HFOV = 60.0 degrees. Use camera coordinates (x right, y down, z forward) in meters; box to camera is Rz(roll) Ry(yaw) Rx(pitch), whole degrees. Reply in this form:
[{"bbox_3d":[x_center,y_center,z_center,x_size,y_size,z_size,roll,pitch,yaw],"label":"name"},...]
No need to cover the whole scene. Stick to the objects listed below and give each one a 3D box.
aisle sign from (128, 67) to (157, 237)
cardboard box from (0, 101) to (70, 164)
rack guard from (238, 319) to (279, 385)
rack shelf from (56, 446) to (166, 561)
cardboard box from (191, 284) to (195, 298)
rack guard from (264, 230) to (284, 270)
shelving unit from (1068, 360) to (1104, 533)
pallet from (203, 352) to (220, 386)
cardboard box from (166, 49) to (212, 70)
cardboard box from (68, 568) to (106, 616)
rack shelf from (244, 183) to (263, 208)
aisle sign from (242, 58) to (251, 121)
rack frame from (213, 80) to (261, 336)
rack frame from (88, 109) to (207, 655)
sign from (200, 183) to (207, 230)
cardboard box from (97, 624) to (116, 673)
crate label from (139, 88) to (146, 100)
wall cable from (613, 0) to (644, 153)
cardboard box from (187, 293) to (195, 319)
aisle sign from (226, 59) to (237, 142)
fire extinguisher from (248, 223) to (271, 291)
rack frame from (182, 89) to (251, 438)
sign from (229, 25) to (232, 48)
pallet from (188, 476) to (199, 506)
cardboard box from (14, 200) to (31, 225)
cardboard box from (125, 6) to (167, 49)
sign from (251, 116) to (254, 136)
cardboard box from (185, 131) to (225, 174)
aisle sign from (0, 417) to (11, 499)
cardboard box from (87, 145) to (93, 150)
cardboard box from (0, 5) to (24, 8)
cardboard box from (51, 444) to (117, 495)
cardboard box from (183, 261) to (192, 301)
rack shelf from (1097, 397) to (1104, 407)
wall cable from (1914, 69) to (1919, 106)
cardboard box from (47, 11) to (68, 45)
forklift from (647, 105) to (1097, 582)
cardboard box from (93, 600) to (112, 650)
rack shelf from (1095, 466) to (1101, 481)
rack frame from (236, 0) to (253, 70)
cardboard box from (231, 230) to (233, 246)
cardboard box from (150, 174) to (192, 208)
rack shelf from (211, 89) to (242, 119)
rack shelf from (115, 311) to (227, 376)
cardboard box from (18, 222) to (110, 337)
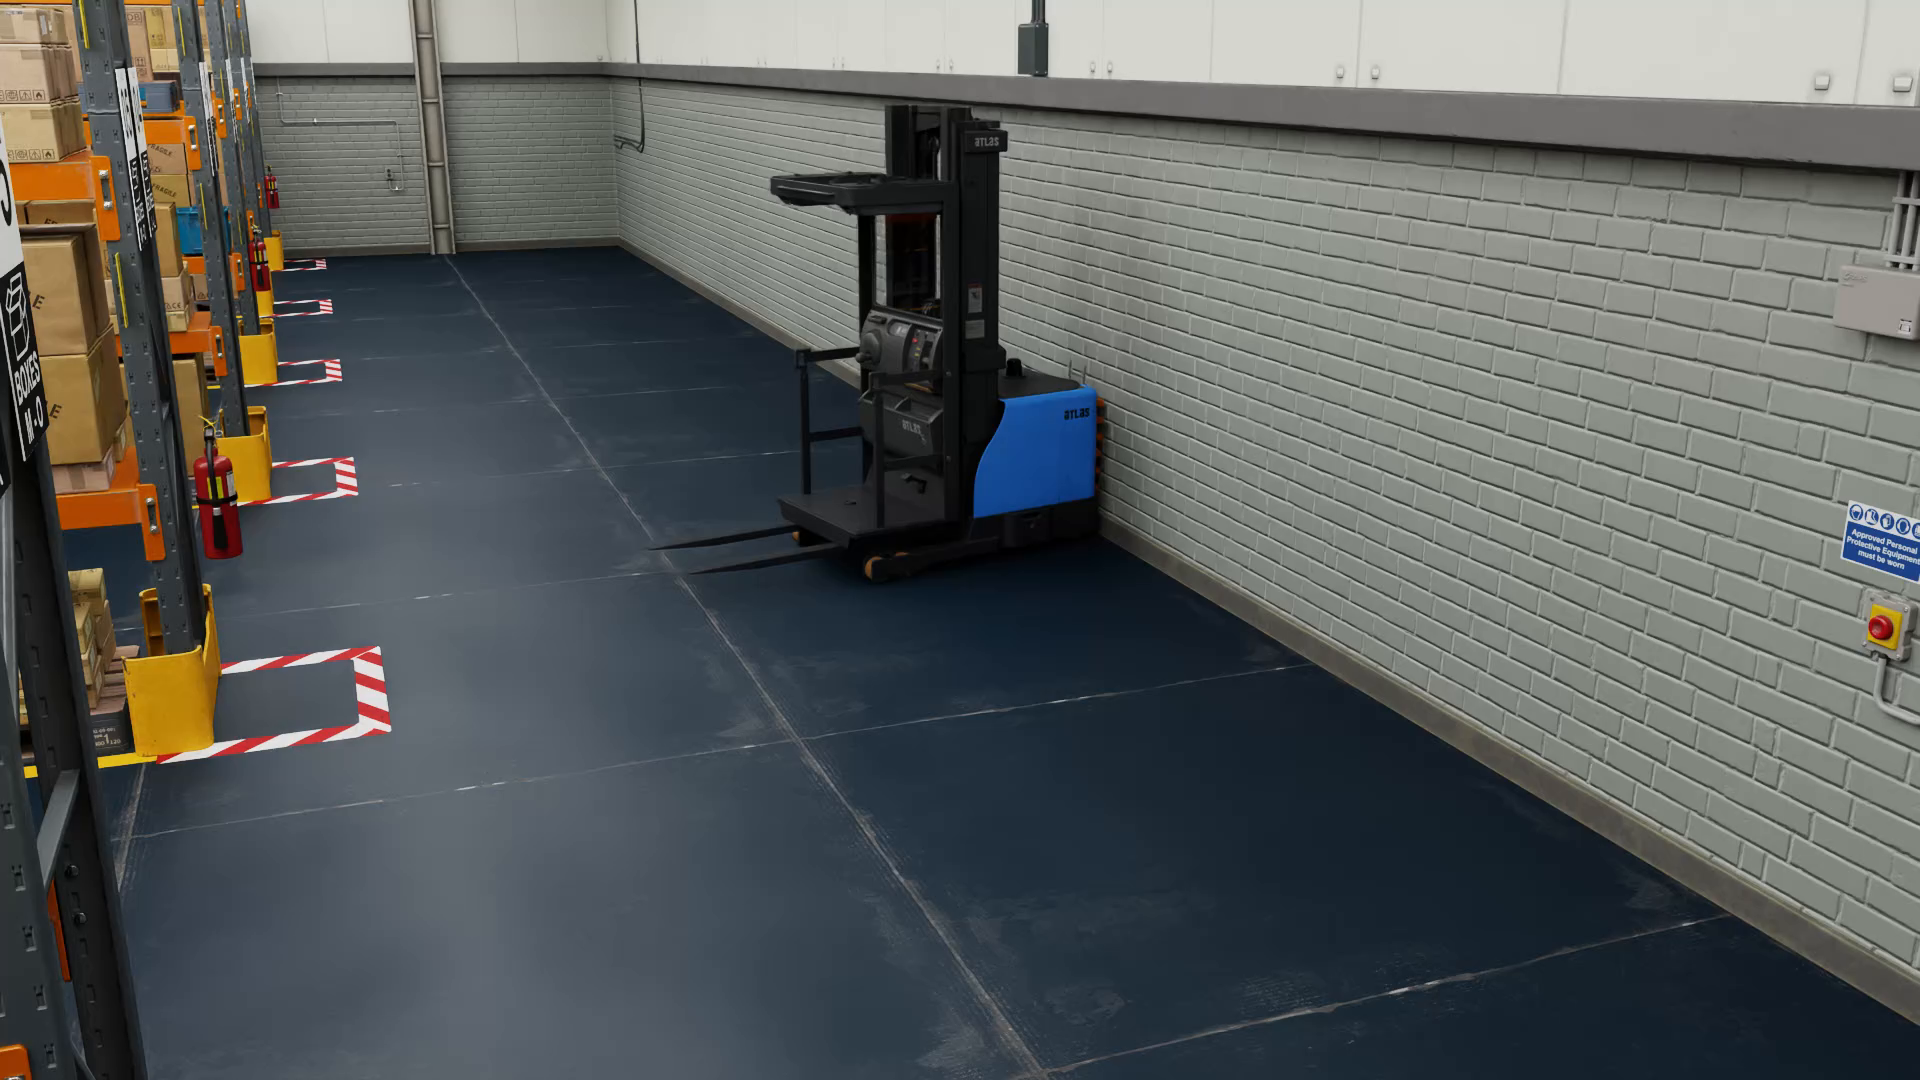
[{"bbox_3d":[-3.991,-1.898,8.123,0.004,0.787,0.394,-6,17,-20],"label":"aisle sign"},{"bbox_3d":[-4.282,-1.816,7.401,0.500,0.250,0.500,-7,18,-21],"label":"cardboard box"},{"bbox_3d":[-7.386,-1.989,17.484,0.348,0.500,1.175,-6,17,-20],"label":"rack guard"},{"bbox_3d":[-5.819,-0.017,7.611,4.000,0.370,1.077,-6,17,-20],"label":"rack shelf"},{"bbox_3d":[-10.003,-3.201,21.423,0.250,0.166,0.380,-6,17,-20],"label":"cardboard box"},{"bbox_3d":[-10.927,-4.592,26.349,0.348,0.500,1.175,-6,17,-20],"label":"rack guard"},{"bbox_3d":[0.861,-0.651,11.692,0.189,1.200,0.258,-3,17,-24],"label":"shelving unit"},{"bbox_3d":[-8.188,-1.772,17.257,1.213,0.211,1.003,-6,17,-20],"label":"pallet"},{"bbox_3d":[-9.562,-5.974,20.675,0.500,0.250,0.500,-6,17,-20],"label":"cardboard box"},{"bbox_3d":[-4.562,0.280,8.579,0.250,0.149,0.380,-7,18,-23],"label":"cardboard box"},{"bbox_3d":[-12.817,-5.242,25.403,4.000,0.370,1.077,-6,17,-20],"label":"rack shelf"},{"bbox_3d":[-9.214,-5.818,21.472,0.004,0.787,0.394,-6,17,-20],"label":"aisle sign"},{"bbox_3d":[-7.404,-3.183,17.112,0.127,3.000,1.000,-6,17,-20],"label":"rack frame"},{"bbox_3d":[-3.951,-0.564,8.196,0.127,3.000,1.000,-6,17,-20],"label":"rack frame"},{"bbox_3d":[-5.451,-2.404,11.987,0.005,0.325,0.100,-6,17,-20],"label":"sign"},{"bbox_3d":[-4.555,0.571,8.645,0.250,0.149,0.380,-6,17,-19],"label":"cardboard box"},{"bbox_3d":[-8.381,-4.542,16.683,0.502,0.251,0.408,-6,17,-20],"label":"crate label"},{"bbox_3d":[-5.540,-7.654,27.202,0.112,2.526,3.097,-6,17,-20],"label":"wall cable"},{"bbox_3d":[-6.081,-1.810,12.884,0.250,0.149,0.380,-6,17,-19],"label":"cardboard box"},{"bbox_3d":[-7.232,-4.360,16.508,0.004,0.787,0.394,-6,17,-20],"label":"aisle sign"},{"bbox_3d":[-7.101,-2.862,16.820,0.183,0.674,0.296,-6,17,-20],"label":"fire extinguisher"},{"bbox_3d":[-5.632,-1.879,12.674,0.127,3.000,1.000,-6,17,-20],"label":"rack frame"},{"bbox_3d":[-8.993,-6.202,20.500,0.005,0.325,0.100,-6,17,-20],"label":"sign"},{"bbox_3d":[-6.351,-0.440,12.723,1.213,0.211,1.003,-6,17,-20],"label":"pallet"},{"bbox_3d":[-7.125,-2.228,12.270,0.500,0.500,0.500,-7,18,-22],"label":"cardboard box"},{"bbox_3d":[-10.144,-6.369,20.687,0.500,0.500,0.700,-6,17,-20],"label":"cardboard box"},{"bbox_3d":[-10.768,-6.314,25.301,0.005,0.325,0.100,-6,17,-20],"label":"sign"},{"bbox_3d":[-9.490,-4.897,20.997,0.500,0.500,0.500,-6,18,-21],"label":"cardboard box"},{"bbox_3d":[-1.908,-0.445,3.176,0.004,0.787,0.394,-6,17,-20],"label":"aisle sign"},{"bbox_3d":[-10.924,-4.740,20.465,0.500,0.500,0.500,-6,17,-18],"label":"cardboard box"},{"bbox_3d":[-11.486,-6.174,20.023,0.500,0.500,0.700,-6,17,-20],"label":"cardboard box"},{"bbox_3d":[-4.155,-0.336,7.866,0.250,0.149,0.380,-6,17,-20],"label":"cardboard box"},{"bbox_3d":[-6.177,-1.973,12.731,0.500,0.250,0.500,-7,18,-22],"label":"cardboard box"},{"bbox_3d":[0.881,-0.955,11.610,0.180,0.103,0.258,-3,17,-24],"label":"rack shelf"},{"bbox_3d":[3.125,-2.798,5.156,0.029,3.000,0.463,-6,17,-20],"label":"wall cable"},{"bbox_3d":[-4.335,-2.390,7.761,0.250,0.149,0.380,-6,18,-21],"label":"cardboard box"},{"bbox_3d":[-0.561,-1.303,10.834,3.031,2.935,1.130,-10,19,-32],"label":"forklift"},{"bbox_3d":[-4.533,0.445,8.547,0.250,0.149,0.380,-5,17,-18],"label":"cardboard box"},{"bbox_3d":[0.851,-0.493,11.735,0.180,0.103,0.258,-3,17,-24],"label":"rack shelf"},{"bbox_3d":[-10.949,-8.668,25.143,0.127,3.000,1.000,-6,17,-20],"label":"rack frame"},{"bbox_3d":[-11.567,-4.694,25.951,0.500,0.500,0.700,-6,17,-20],"label":"cardboard box"},{"bbox_3d":[-9.977,-4.364,20.958,0.500,0.500,0.500,-6,17,-20],"label":"cardboard box"},{"bbox_3d":[-11.041,-5.379,20.543,4.000,0.370,1.077,-6,17,-20],"label":"rack shelf"},{"bbox_3d":[-7.499,-1.333,12.089,4.000,0.370,1.077,-6,17,-20],"label":"rack shelf"},{"bbox_3d":[-4.466,-1.259,8.083,0.500,0.500,0.500,-6,17,-20],"label":"cardboard box"}]
